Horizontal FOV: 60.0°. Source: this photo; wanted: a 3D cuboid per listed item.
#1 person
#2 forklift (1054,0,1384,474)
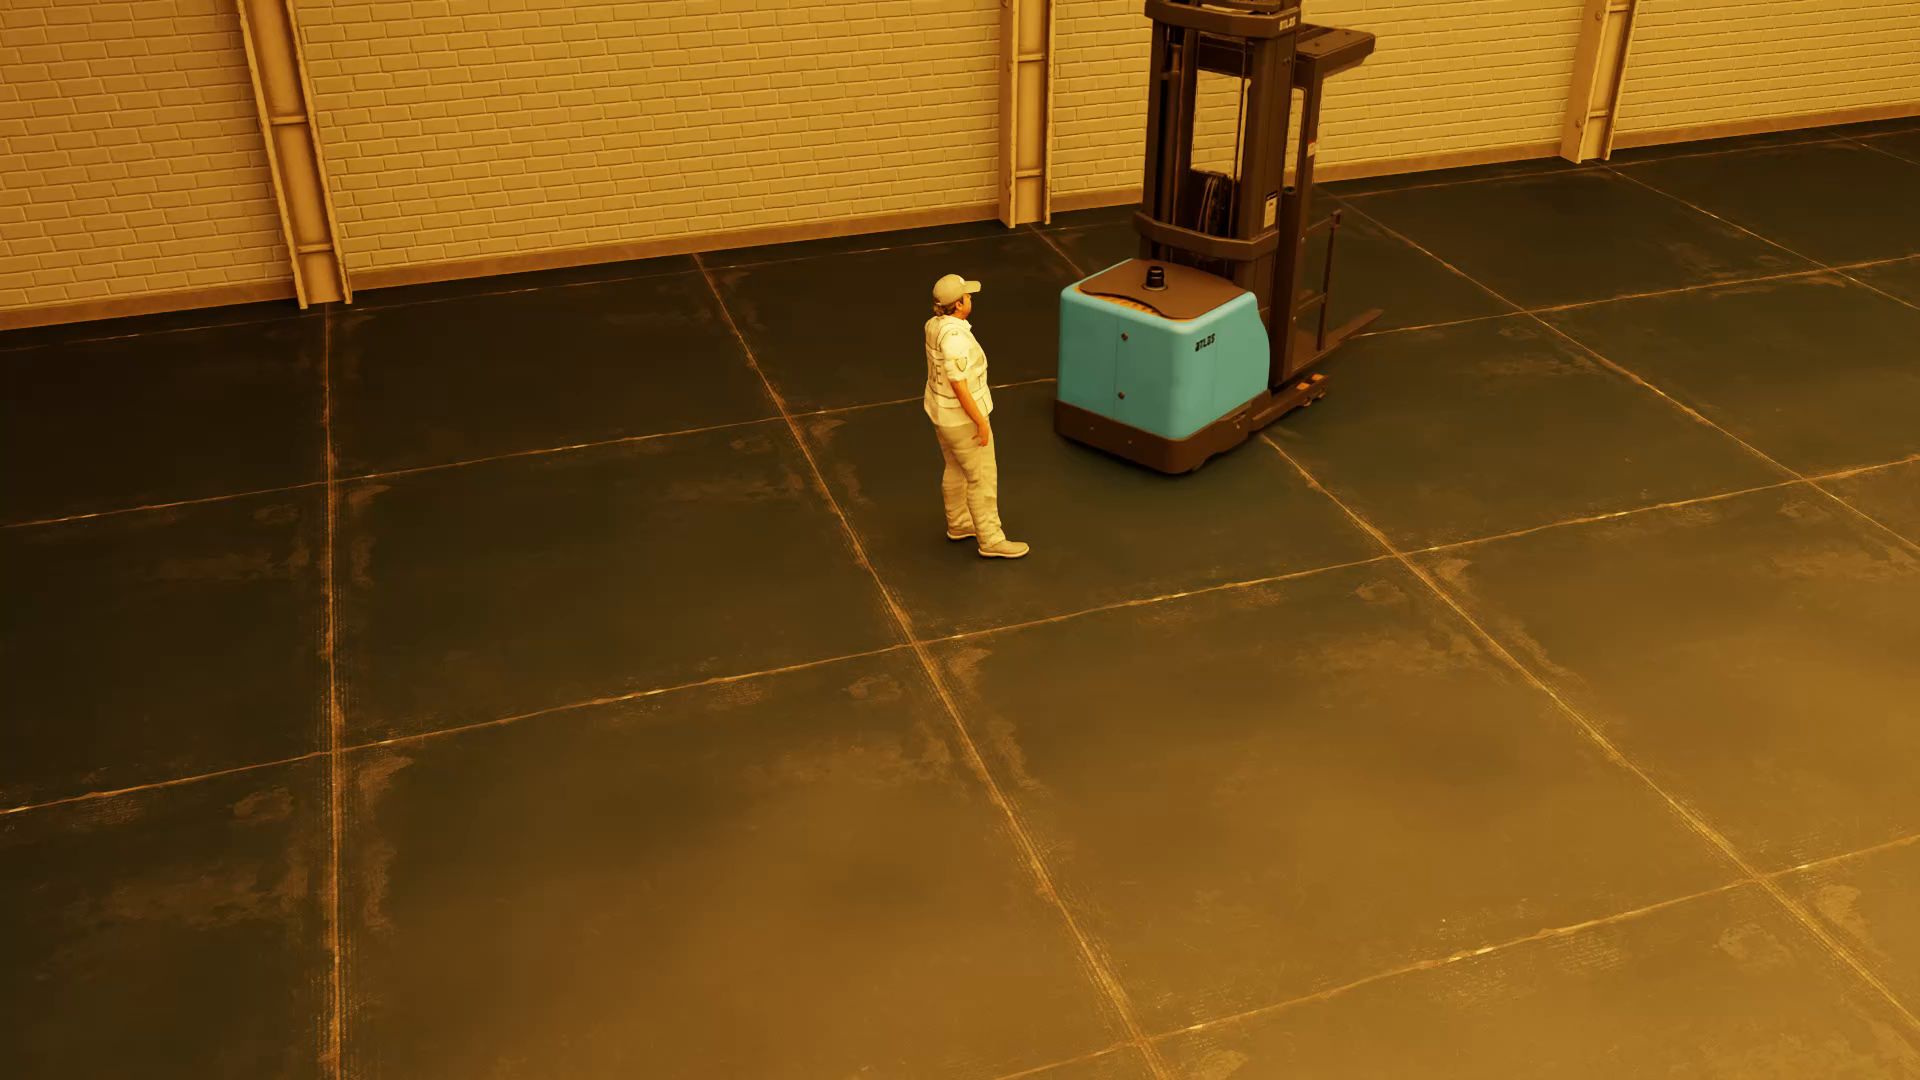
[{"bbox_3d":[0.080,-0.730,9.609,0.529,1.670,0.598,-10,31,-16],"label":"person"},{"bbox_3d":[1.972,-2.350,11.172,1.130,2.935,3.031,23,37,34],"label":"forklift"}]
